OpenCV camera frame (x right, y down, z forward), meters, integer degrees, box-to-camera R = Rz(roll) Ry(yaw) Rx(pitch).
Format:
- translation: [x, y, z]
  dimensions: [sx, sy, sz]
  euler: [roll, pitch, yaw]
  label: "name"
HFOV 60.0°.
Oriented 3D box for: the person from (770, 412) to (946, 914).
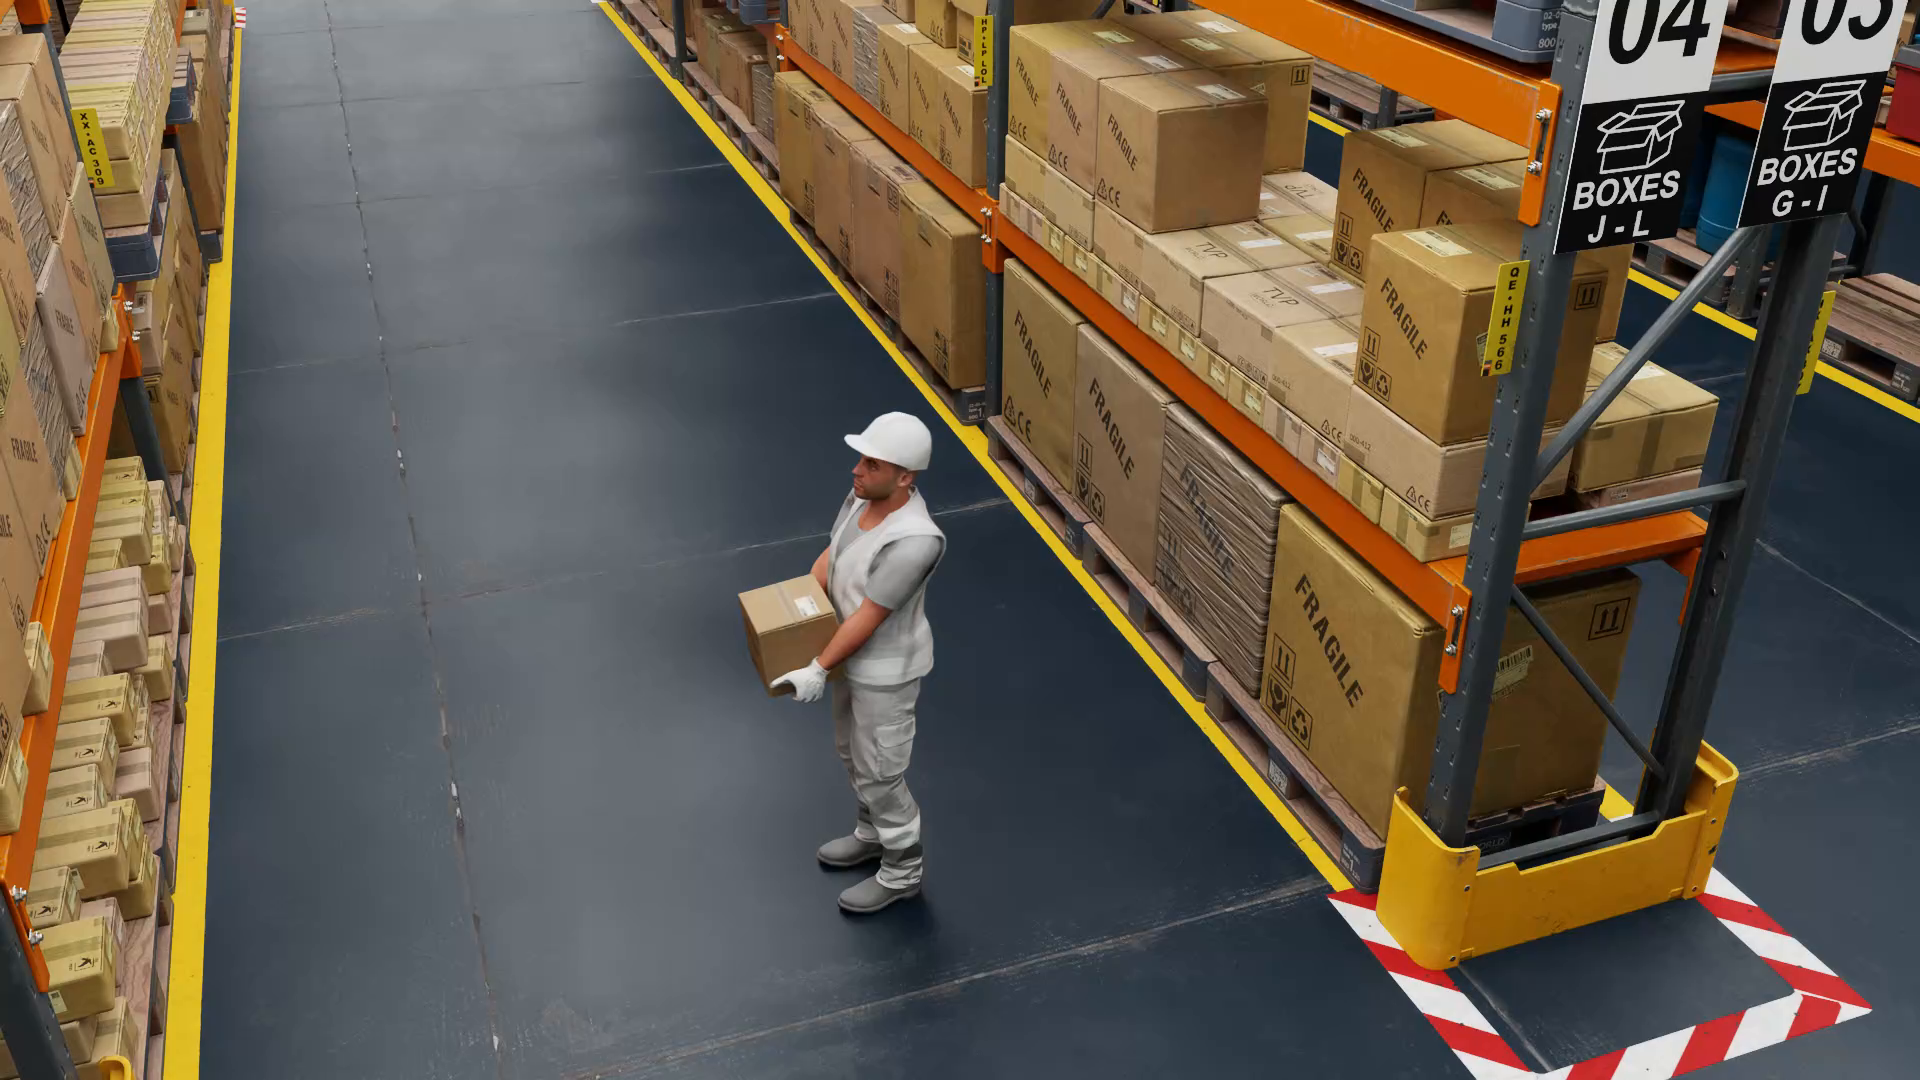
- translation: [-0.363, 0.421, 5.369]
  dimensions: [0.573, 1.782, 0.477]
  euler: [-10, 31, -17]
  label: "person"
